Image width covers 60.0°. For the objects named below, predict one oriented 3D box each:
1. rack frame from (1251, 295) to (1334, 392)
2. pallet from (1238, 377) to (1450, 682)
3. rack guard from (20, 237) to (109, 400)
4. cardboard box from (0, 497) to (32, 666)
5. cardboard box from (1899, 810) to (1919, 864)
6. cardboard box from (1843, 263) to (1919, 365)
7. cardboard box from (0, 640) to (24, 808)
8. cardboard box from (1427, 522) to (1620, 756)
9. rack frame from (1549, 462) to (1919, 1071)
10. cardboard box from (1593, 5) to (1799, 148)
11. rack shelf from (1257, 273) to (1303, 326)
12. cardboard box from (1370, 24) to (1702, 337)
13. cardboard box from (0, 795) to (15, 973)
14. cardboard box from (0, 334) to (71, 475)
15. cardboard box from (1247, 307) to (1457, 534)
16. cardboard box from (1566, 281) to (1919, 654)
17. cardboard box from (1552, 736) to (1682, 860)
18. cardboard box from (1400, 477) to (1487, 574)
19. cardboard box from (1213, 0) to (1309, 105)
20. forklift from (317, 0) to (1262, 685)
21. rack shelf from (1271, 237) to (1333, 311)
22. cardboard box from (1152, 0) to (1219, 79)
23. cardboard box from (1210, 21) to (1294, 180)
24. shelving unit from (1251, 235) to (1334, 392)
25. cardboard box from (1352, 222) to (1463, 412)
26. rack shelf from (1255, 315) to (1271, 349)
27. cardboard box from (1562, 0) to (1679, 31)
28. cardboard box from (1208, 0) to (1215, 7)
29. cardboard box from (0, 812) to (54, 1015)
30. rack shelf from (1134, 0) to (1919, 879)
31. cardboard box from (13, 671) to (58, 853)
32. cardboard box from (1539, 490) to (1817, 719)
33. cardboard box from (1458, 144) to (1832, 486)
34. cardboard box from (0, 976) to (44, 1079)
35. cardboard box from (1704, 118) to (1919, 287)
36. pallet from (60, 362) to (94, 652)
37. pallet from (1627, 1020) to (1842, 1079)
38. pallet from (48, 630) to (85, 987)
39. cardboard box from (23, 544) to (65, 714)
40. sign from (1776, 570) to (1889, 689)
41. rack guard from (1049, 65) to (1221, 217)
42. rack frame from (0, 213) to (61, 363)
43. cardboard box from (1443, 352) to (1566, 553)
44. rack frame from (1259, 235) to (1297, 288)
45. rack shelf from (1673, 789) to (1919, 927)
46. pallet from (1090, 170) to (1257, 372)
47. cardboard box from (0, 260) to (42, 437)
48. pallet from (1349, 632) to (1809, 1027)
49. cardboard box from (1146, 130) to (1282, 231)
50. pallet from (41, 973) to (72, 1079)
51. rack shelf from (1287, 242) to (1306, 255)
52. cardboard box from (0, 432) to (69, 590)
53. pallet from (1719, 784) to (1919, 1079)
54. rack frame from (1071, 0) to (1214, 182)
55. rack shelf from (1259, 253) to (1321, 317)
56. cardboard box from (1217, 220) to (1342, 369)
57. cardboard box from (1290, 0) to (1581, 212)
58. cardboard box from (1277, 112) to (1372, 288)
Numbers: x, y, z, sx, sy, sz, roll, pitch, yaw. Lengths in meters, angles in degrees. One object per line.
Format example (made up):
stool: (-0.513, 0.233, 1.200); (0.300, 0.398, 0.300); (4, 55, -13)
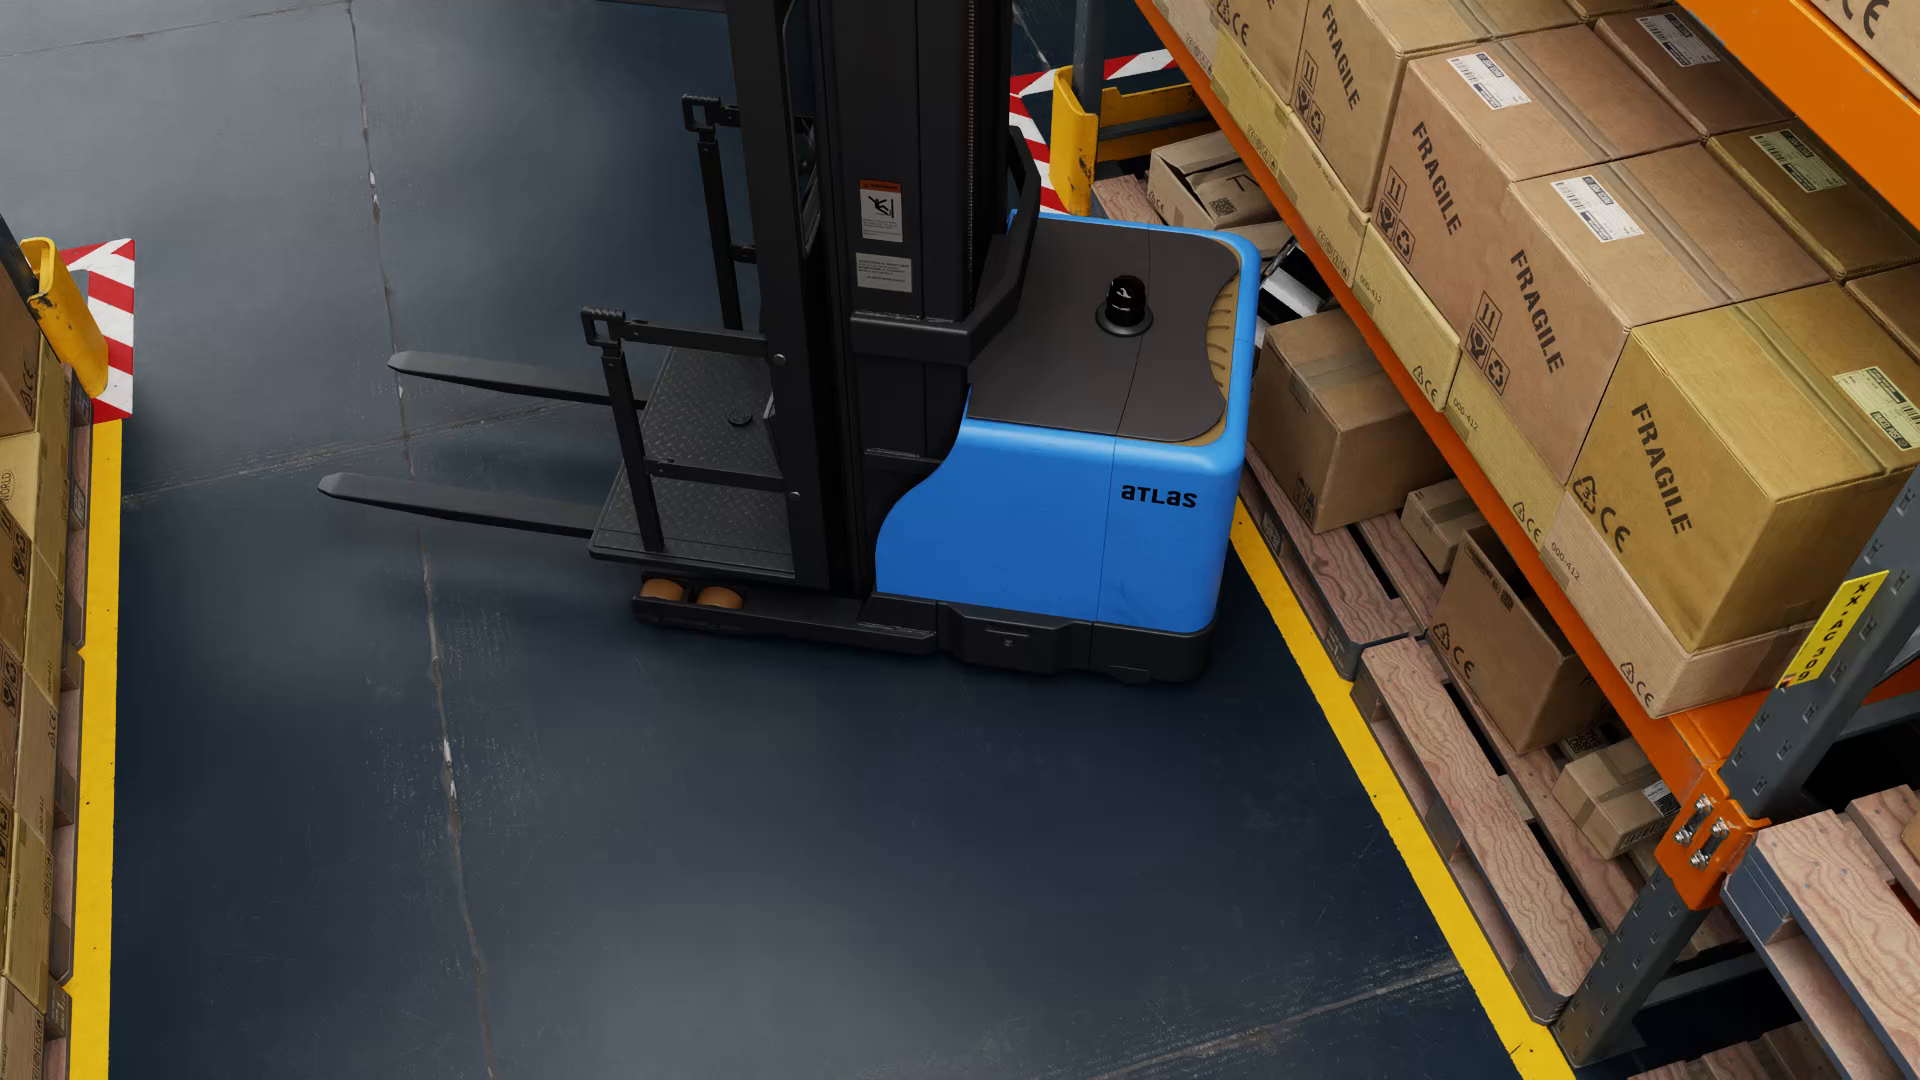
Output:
rack frame: (1.212, -0.800, 5.573); (0.006, 0.900, 0.240); (36, 36, -2)
pallet: (1.533, -0.156, 5.743); (1.003, 0.211, 1.213); (-13, 51, -11)
rack guard: (-3.791, -0.690, 6.005); (1.175, 0.500, 0.348); (-13, 51, -11)
cardboard box: (-3.031, 0.082, 4.752); (0.500, 0.500, 0.500); (-13, 51, -11)
cardboard box: (2.248, 0.526, 2.992); (0.700, 0.500, 0.500); (-13, 51, -11)
cardboard box: (2.191, -0.270, 3.610); (0.500, 0.500, 0.500); (-14, 51, -12)
cardboard box: (-2.885, 0.448, 4.444); (0.500, 0.500, 0.500); (-13, 51, -11)
cardboard box: (1.785, 0.235, 4.937); (0.500, 0.500, 0.500); (-17, 52, -14)
rack frame: (2.130, 0.320, 3.518); (1.000, 3.000, 0.127); (-13, 51, -11)
cardboard box: (1.899, -1.014, 4.237); (0.500, 0.500, 0.500); (-12, 51, -10)
rack shelf: (1.069, -0.780, 5.642); (0.200, 0.077, 0.258); (36, 36, -2)
cardboard box: (1.403, -0.888, 4.131); (0.500, 0.500, 0.500); (-15, 51, -12)
cardboard box: (-2.735, 0.813, 4.136); (0.500, 0.500, 0.500); (-13, 51, -11)
cardboard box: (-3.343, -0.402, 5.651); (0.500, 0.250, 0.500); (-13, 51, -11)
cardboard box: (1.403, -0.448, 5.513); (0.700, 0.500, 0.500); (-16, 52, -13)
cardboard box: (1.695, -0.155, 3.513); (0.500, 0.500, 0.500); (-13, 51, -11)
cardboard box: (1.943, 0.708, 4.757); (0.380, 0.166, 0.250); (-19, 53, -16)
cardboard box: (1.676, -0.075, 5.428); (0.380, 0.149, 0.250); (-17, 52, -14)
cardboard box: (1.085, -1.642, 4.767); (0.500, 0.500, 0.500); (-15, 51, -12)
forklift: (-0.620, -1.027, 4.699); (3.031, 2.935, 1.130); (8, 50, 6)
rack shelf: (1.157, -0.896, 5.537); (0.200, 0.077, 0.258); (36, 36, -2)
cardboard box: (0.955, -1.755, 5.353); (0.500, 0.250, 0.500); (-15, 51, -12)
cardboard box: (1.100, -1.381, 5.038); (0.500, 0.250, 0.500); (-14, 51, -12)
shelving unit: (1.129, -0.859, 5.570); (0.210, 0.900, 0.258); (36, 36, -2)
cardboard box: (1.397, -0.645, 4.417); (0.500, 0.250, 0.500); (-14, 51, -11)
rack shelf: (1.024, -0.722, 5.694); (0.200, 0.077, 0.258); (36, 36, -2)
cardboard box: (1.735, -1.390, 4.555); (0.500, 0.500, 0.500); (-13, 51, -10)
cardboard box: (0.938, -2.021, 5.086); (0.500, 0.500, 0.500); (-13, 51, -11)
cardboard box: (-2.734, 1.054, 4.423); (0.500, 0.250, 0.500); (-13, 51, -11)
rack shelf: (1.539, -0.908, 5.024); (1.077, 0.370, 4.000); (-13, 51, -11)
cardboard box: (-2.888, 0.690, 4.730); (0.500, 0.250, 0.500); (-13, 51, -11)
cardboard box: (1.700, 0.085, 3.802); (0.500, 0.250, 0.500); (-13, 51, -11)
cardboard box: (1.542, -0.518, 3.819); (0.500, 0.500, 0.500); (-14, 51, -11)
cardboard box: (-2.592, 1.421, 4.114); (0.500, 0.250, 0.500); (-13, 51, -11)
cardboard box: (2.041, -0.649, 3.929); (0.500, 0.500, 0.500); (-14, 51, -11)
pallet: (-3.518, -0.030, 5.638); (1.003, 0.211, 1.213); (-13, 51, -11)
pallet: (2.362, 1.788, 4.105); (1.003, 0.211, 1.213); (-13, 51, -11)
pallet: (-3.161, 0.859, 4.888); (1.003, 0.211, 1.213); (-13, 51, -11)
cardboard box: (-3.034, 0.325, 5.038); (0.500, 0.250, 0.500); (-13, 51, -11)
sign: (1.614, 0.170, 3.079); (0.100, 0.325, 0.005); (-13, 51, -11)
rack guard: (0.970, -1.740, 6.890); (1.175, 0.500, 0.348); (-13, 51, -11)
rack frame: (-3.784, -1.478, 5.034); (1.000, 3.000, 0.127); (-13, 51, -11)
cardboard box: (1.561, -0.281, 4.110); (0.500, 0.250, 0.500); (-13, 51, -11)
rack frame: (1.047, -0.919, 5.566); (0.006, 0.900, 0.240); (36, 36, -2)
rack shelf: (2.721, 2.013, 2.562); (1.077, 0.370, 4.000); (-13, 51, -11)
pallet: (1.176, -1.045, 6.493); (1.003, 0.211, 1.213); (-13, 51, -11)
cardboard box: (-3.341, -0.645, 5.365); (0.500, 0.500, 0.500); (-13, 51, -11)
pallet: (1.898, 0.737, 4.991); (1.003, 0.211, 1.213); (-13, 51, -11)
cardboard box: (1.066, -1.351, 6.397); (0.500, 0.311, 0.500); (-19, 52, -15)
pallet: (-2.796, 1.752, 4.135); (1.003, 0.211, 1.213); (-13, 51, -11)
rack shelf: (1.202, -0.954, 5.484); (0.200, 0.077, 0.258); (36, 36, -2)
cardboard box: (-3.184, -0.040, 5.346); (0.500, 0.250, 0.500); (-13, 51, -11)
pallet: (2.217, 0.973, 3.093); (1.003, 0.211, 1.213); (-13, 51, -11)
rack frame: (0.947, -2.601, 5.981); (1.000, 3.000, 0.127); (-13, 51, -11)
rack shelf: (1.113, -0.838, 5.589); (0.200, 0.077, 0.258); (36, 36, -2)
cardboard box: (1.234, -0.934, 6.046); (0.500, 0.311, 0.500); (-10, 51, -8)
cardboard box: (1.249, -1.268, 4.451); (0.500, 0.500, 0.500); (-12, 51, -10)
cardboard box: (1.248, -1.012, 4.726); (0.500, 0.250, 0.500); (-13, 51, -11)
